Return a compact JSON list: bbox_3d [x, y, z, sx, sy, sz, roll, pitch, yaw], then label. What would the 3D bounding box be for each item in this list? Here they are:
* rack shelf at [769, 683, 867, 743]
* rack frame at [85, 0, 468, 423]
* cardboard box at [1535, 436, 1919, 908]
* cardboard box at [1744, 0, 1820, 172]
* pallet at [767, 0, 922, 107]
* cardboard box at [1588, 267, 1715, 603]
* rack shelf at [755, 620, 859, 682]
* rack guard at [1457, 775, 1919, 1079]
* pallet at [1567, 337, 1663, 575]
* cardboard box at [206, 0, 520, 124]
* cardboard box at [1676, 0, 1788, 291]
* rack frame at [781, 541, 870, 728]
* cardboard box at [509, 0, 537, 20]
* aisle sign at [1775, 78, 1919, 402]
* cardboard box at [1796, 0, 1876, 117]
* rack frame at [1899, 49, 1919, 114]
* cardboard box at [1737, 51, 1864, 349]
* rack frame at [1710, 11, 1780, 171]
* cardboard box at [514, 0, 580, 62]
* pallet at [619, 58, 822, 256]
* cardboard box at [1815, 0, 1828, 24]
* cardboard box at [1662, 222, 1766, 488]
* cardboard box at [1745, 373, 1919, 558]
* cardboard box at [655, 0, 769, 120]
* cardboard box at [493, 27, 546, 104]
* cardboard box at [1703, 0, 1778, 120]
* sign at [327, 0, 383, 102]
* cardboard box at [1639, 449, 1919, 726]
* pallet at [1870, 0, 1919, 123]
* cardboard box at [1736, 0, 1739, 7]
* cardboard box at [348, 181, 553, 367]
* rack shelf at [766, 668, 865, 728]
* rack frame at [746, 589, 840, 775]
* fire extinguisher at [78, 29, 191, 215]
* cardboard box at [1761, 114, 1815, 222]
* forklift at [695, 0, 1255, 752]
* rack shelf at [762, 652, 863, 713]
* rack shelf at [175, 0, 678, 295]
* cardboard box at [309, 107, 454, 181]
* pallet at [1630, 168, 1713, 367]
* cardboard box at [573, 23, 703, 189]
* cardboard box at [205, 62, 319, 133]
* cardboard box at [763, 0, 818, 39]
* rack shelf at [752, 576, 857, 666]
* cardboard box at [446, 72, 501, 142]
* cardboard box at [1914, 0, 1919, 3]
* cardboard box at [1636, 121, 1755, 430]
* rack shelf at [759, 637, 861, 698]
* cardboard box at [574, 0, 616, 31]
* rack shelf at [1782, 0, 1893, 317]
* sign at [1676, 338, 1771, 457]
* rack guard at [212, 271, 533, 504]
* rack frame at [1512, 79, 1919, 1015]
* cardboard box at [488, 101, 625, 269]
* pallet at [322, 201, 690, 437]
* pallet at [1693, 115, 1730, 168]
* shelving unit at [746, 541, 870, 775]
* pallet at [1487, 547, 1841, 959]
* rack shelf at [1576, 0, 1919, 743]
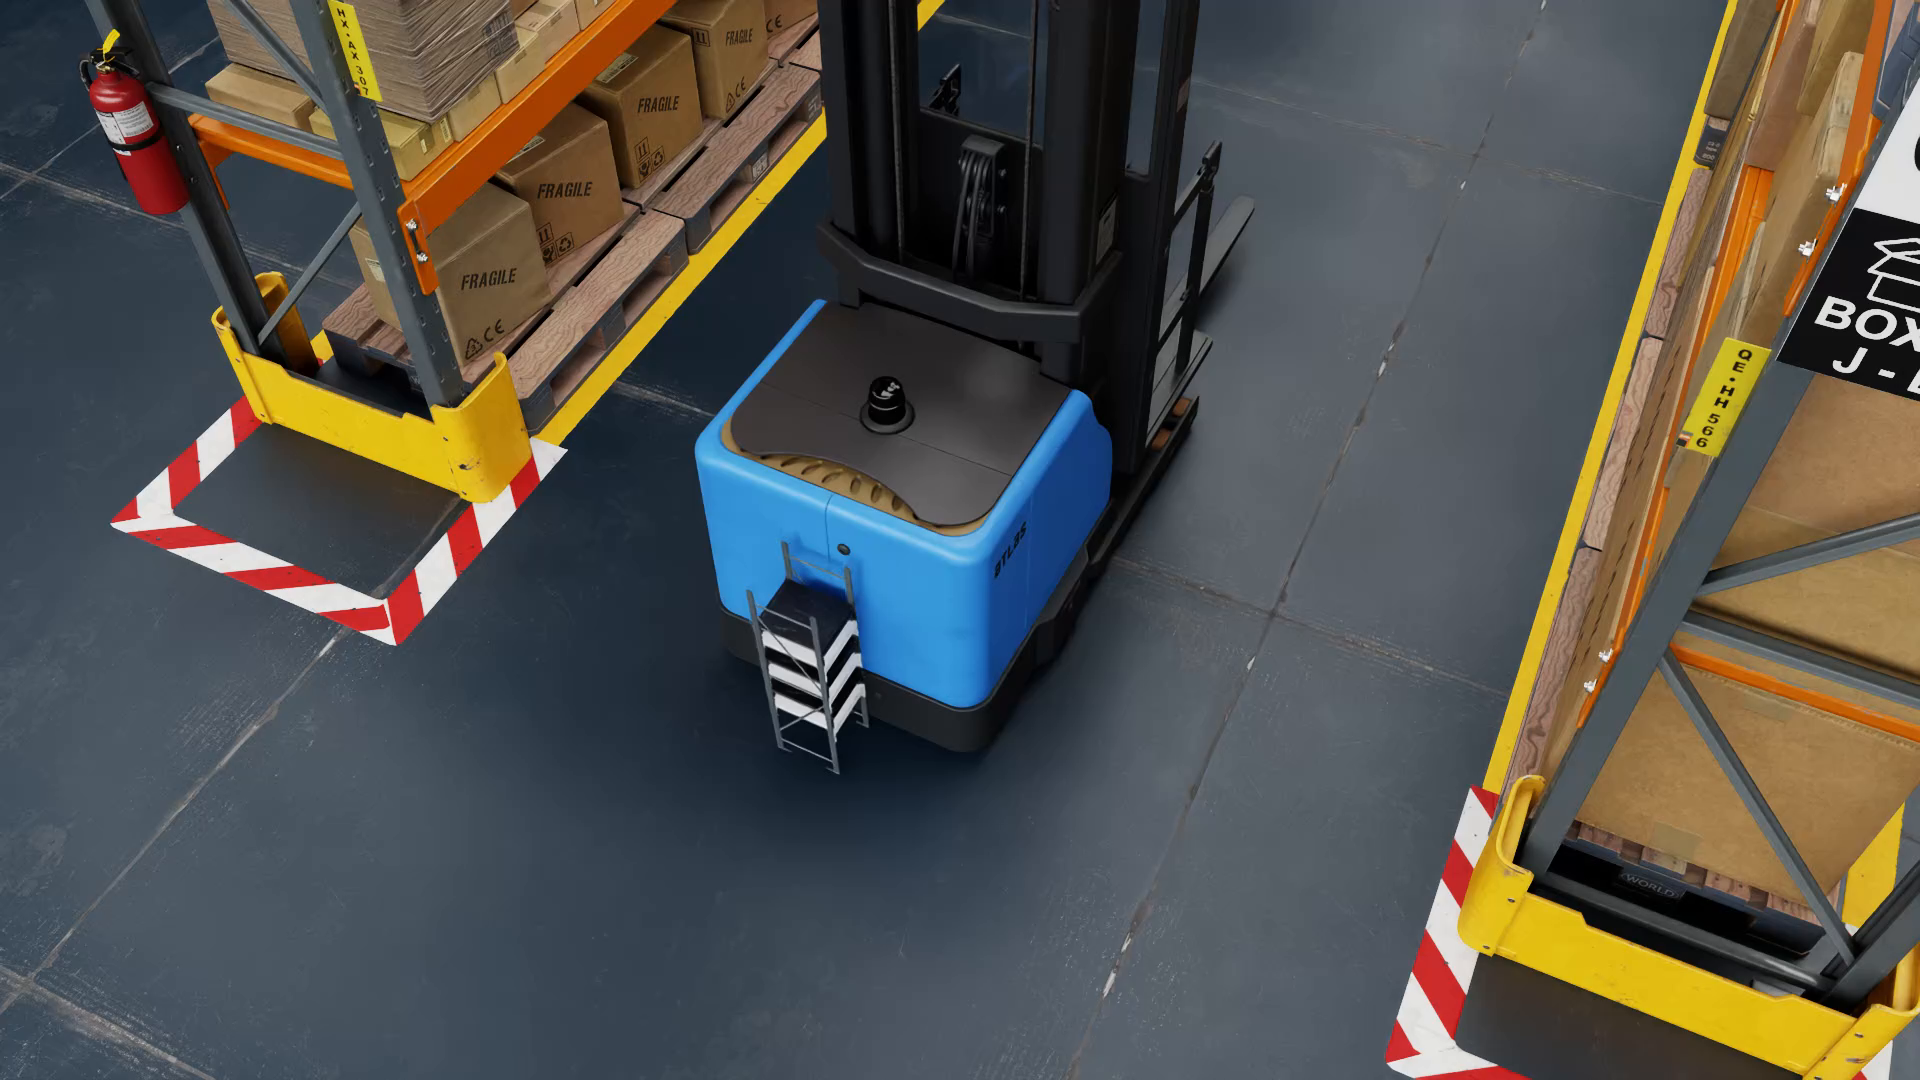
[{"bbox_3d":[-0.469,0.526,5.486,0.258,0.077,0.200,21,56,17],"label":"rack shelf"},{"bbox_3d":[-2.293,-1.351,5.430,1.000,3.000,0.127,20,52,16],"label":"rack frame"},{"bbox_3d":[2.378,0.396,5.063,0.875,0.875,0.875,20,53,16],"label":"cardboard box"},{"bbox_3d":[3.159,-1.493,5.453,0.875,0.550,0.550,20,52,16],"label":"cardboard box"},{"bbox_3d":[-0.839,-2.728,8.433,1.003,0.211,1.213,20,52,16],"label":"pallet"},{"bbox_3d":[2.752,-0.210,5.579,0.875,0.875,0.875,19,52,16],"label":"cardboard box"},{"bbox_3d":[-0.476,0.304,5.202,0.258,0.077,0.200,21,56,17],"label":"rack shelf"},{"bbox_3d":[2.138,1.159,4.936,1.175,0.500,0.348,20,52,16],"label":"rack guard"},{"bbox_3d":[2.942,-0.177,6.262,1.003,0.211,1.213,20,52,16],"label":"pallet"},{"bbox_3d":[-2.033,-1.850,5.593,0.875,0.500,0.500,20,52,16],"label":"cardboard box"},{"bbox_3d":[3.525,-1.459,6.642,0.875,0.875,0.875,21,53,17],"label":"cardboard box"},{"bbox_3d":[-0.427,0.322,5.372,0.240,0.900,0.006,21,56,17],"label":"rack frame"},{"bbox_3d":[-1.928,-2.233,5.920,0.875,0.500,0.500,20,52,16],"label":"cardboard box"},{"bbox_3d":[1.847,-0.559,3.049,0.394,0.787,0.004,20,52,16],"label":"aisle sign"},{"bbox_3d":[2.964,-1.467,4.721,0.875,0.550,0.500,20,52,16],"label":"cardboard box"},{"bbox_3d":[2.148,-1.612,1.713,1.000,3.000,0.127,20,52,16],"label":"rack frame"},{"bbox_3d":[2.493,-0.718,4.084,0.875,0.550,0.550,20,52,16],"label":"cardboard box"},{"bbox_3d":[3.857,-2.422,6.341,1.000,3.000,0.127,20,52,16],"label":"rack frame"},{"bbox_3d":[-1.623,-1.901,6.063,0.380,0.149,0.250,20,52,16],"label":"cardboard box"},{"bbox_3d":[-1.359,-1.885,7.715,1.003,0.211,1.213,20,52,16],"label":"pallet"},{"bbox_3d":[3.184,-1.834,5.034,0.875,0.550,0.550,20,52,16],"label":"cardboard box"},{"bbox_3d":[2.481,-0.372,4.499,0.875,0.550,0.550,20,52,16],"label":"cardboard box"},{"bbox_3d":[2.342,-0.309,3.736,0.875,0.550,0.550,20,52,16],"label":"cardboard box"},{"bbox_3d":[-1.223,-2.319,7.619,0.500,0.500,0.500,16,51,13],"label":"cardboard box"},{"bbox_3d":[-1.711,-1.722,5.910,0.380,0.149,0.250,20,52,16],"label":"cardboard box"},{"bbox_3d":[4.041,-2.286,7.427,1.050,0.750,0.750,20,52,16],"label":"cardboard box"},{"bbox_3d":[-1.802,-1.455,4.950,0.100,0.325,0.005,20,52,16],"label":"sign"},{"bbox_3d":[2.266,0.013,4.171,0.875,0.550,0.550,20,52,16],"label":"cardboard box"},{"bbox_3d":[2.456,-1.125,3.327,1.003,0.211,1.213,20,52,16],"label":"pallet"},{"bbox_3d":[4.457,-2.949,7.991,1.050,0.750,0.750,20,52,16],"label":"cardboard box"},{"bbox_3d":[-2.011,-1.102,6.583,0.500,0.500,0.500,29,55,22],"label":"cardboard box"},{"bbox_3d":[-0.471,0.470,5.415,0.258,0.077,0.200,21,56,17],"label":"rack shelf"},{"bbox_3d":[-0.519,0.466,5.263,0.240,0.900,0.006,21,56,17],"label":"rack frame"},{"bbox_3d":[-2.759,-1.397,5.520,0.296,0.674,0.183,20,52,16],"label":"fire extinguisher"},{"bbox_3d":[3.023,-1.096,5.114,0.875,0.550,0.500,20,52,16],"label":"cardboard box"},{"bbox_3d":[0.288,-1.374,5.495,1.130,2.935,3.031,21,53,17],"label":"forklift"},{"bbox_3d":[-0.473,0.415,5.344,0.258,0.077,0.200,21,56,17],"label":"rack shelf"},{"bbox_3d":[-1.439,-2.495,6.876,1.077,0.370,4.000,20,52,16],"label":"rack shelf"},{"bbox_3d":[-1.956,-1.388,5.627,0.380,0.149,0.250,20,52,16],"label":"cardboard box"},{"bbox_3d":[3.462,-1.020,6.980,1.003,0.211,1.213,20,52,16],"label":"pallet"},{"bbox_3d":[-1.502,-1.949,7.305,0.500,0.500,0.500,24,54,19],"label":"cardboard box"},{"bbox_3d":[-2.358,-1.533,5.750,0.380,0.149,0.250,20,52,16],"label":"cardboard box"},{"bbox_3d":[-1.029,-2.772,8.005,0.500,0.500,0.500,36,58,27],"label":"cardboard box"},{"bbox_3d":[-0.478,0.249,5.131,0.258,0.077,0.200,21,56,17],"label":"rack shelf"},{"bbox_3d":[-1.832,-1.554,5.768,0.380,0.149,0.250,20,52,16],"label":"cardboard box"},{"bbox_3d":[1.984,-1.066,3.042,0.380,0.149,0.250,20,52,16],"label":"cardboard box"},{"bbox_3d":[3.144,-0.837,6.112,0.875,0.875,0.875,20,53,16],"label":"cardboard box"},{"bbox_3d":[-0.474,0.359,5.273,0.258,0.077,0.200,21,56,17],"label":"rack shelf"},{"bbox_3d":[-1.510,-2.070,6.207,0.380,0.149,0.250,20,52,16],"label":"cardboard box"},{"bbox_3d":[3.003,-1.784,4.301,1.077,0.370,4.000,20,52,16],"label":"rack shelf"},{"bbox_3d":[1.664,-0.306,3.625,0.100,0.325,0.005,20,52,16],"label":"sign"},{"bbox_3d":[-2.261,-0.593,6.427,1.175,0.500,0.348,20,52,16],"label":"rack guard"},{"bbox_3d":[2.148,0.332,3.998,1.000,3.000,0.127,20,52,16],"label":"rack frame"},{"bbox_3d":[-1.787,-1.525,6.943,0.500,0.500,0.500,33,57,25],"label":"cardboard box"},{"bbox_3d":[-1.882,-1.048,7.003,1.003,0.211,1.213,20,52,16],"label":"pallet"},{"bbox_3d":[4.119,-2.074,7.876,1.003,0.211,1.213,20,52,16],"label":"pallet"},{"bbox_3d":[-0.473,0.394,5.318,0.258,0.900,0.210,21,56,17],"label":"shelving unit"},{"bbox_3d":[2.419,0.660,5.550,1.003,0.211,1.213,20,52,16],"label":"pallet"},{"bbox_3d":[3.003,-0.812,5.444,1.077,0.370,4.000,20,52,16],"label":"rack shelf"}]
